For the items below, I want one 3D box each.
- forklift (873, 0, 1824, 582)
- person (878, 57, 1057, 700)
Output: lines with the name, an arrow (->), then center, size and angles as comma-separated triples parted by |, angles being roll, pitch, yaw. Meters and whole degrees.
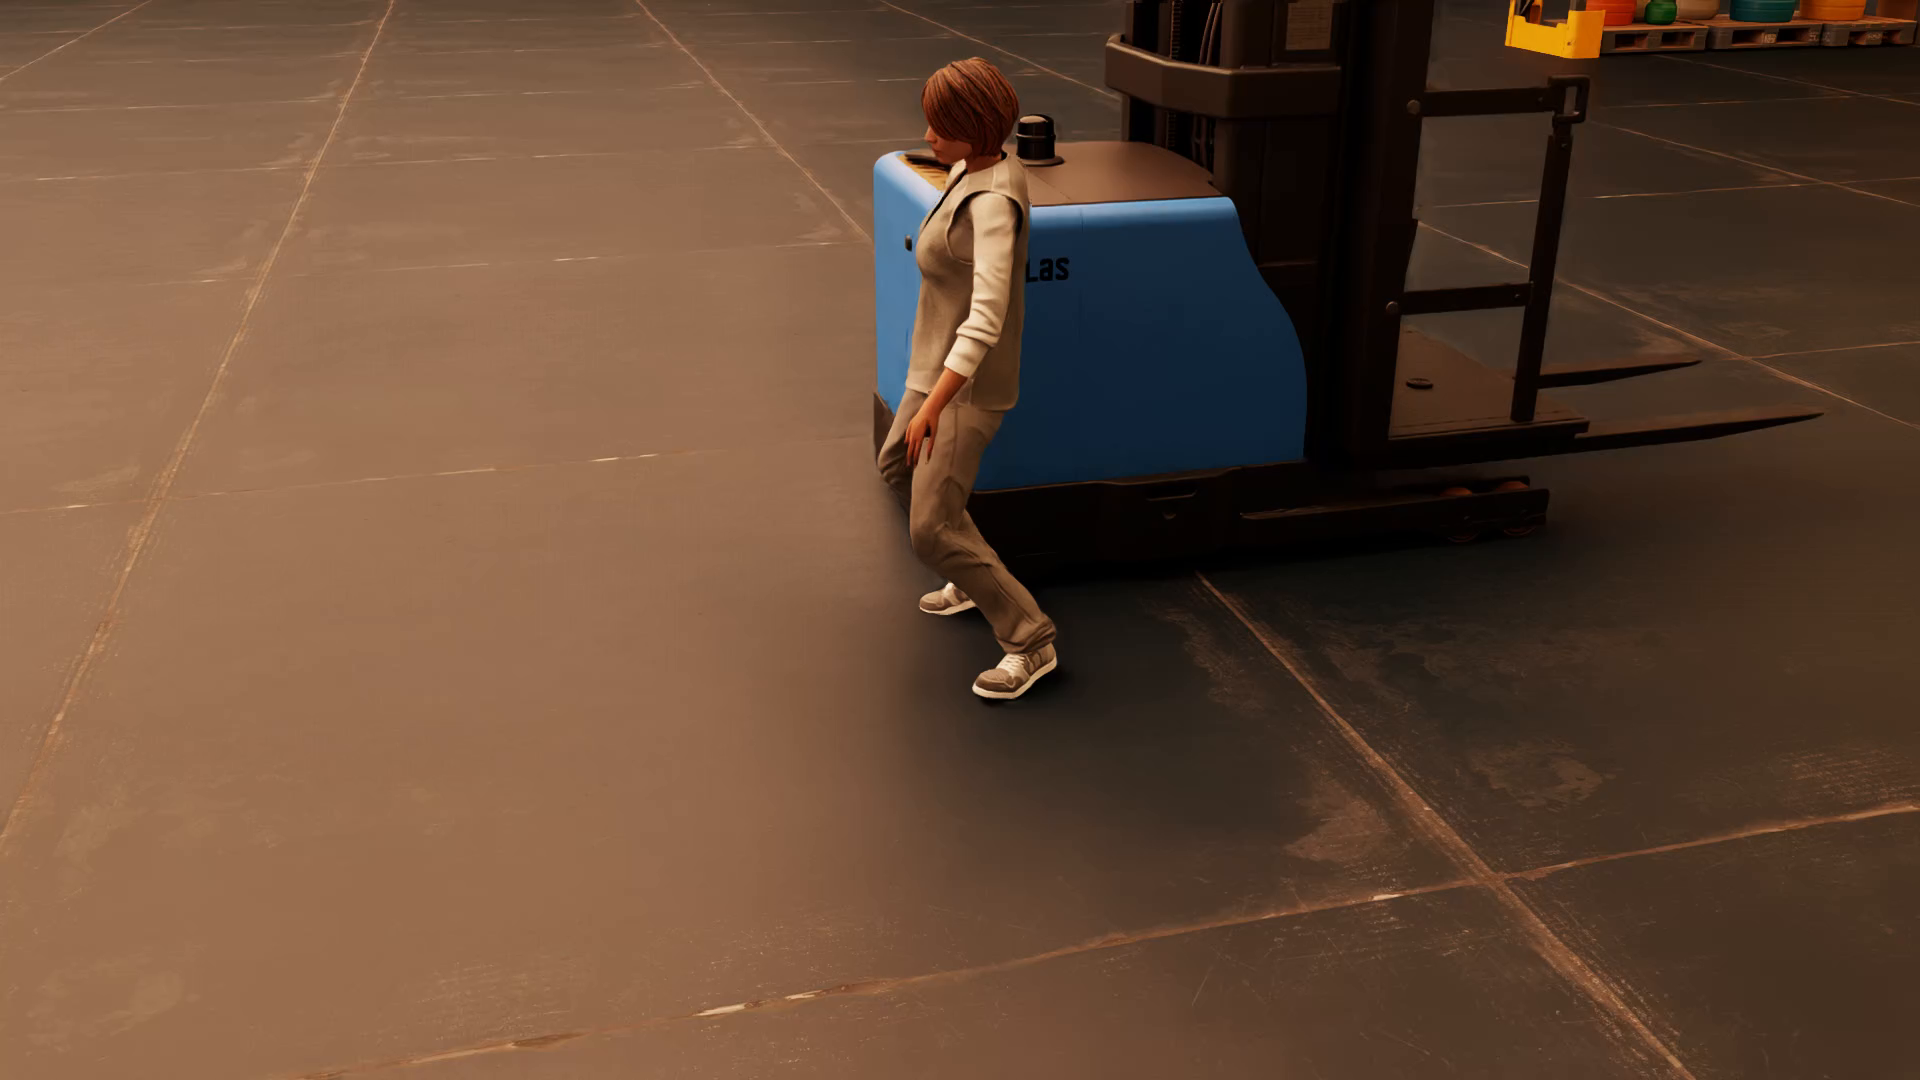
forklift -> 1.295, -1.534, 4.914 | 3.031, 2.935, 1.130 | -6, 24, -14
person -> 0.015, -0.400, 4.085 | 0.470, 1.529, 0.708 | 1, 23, 1
